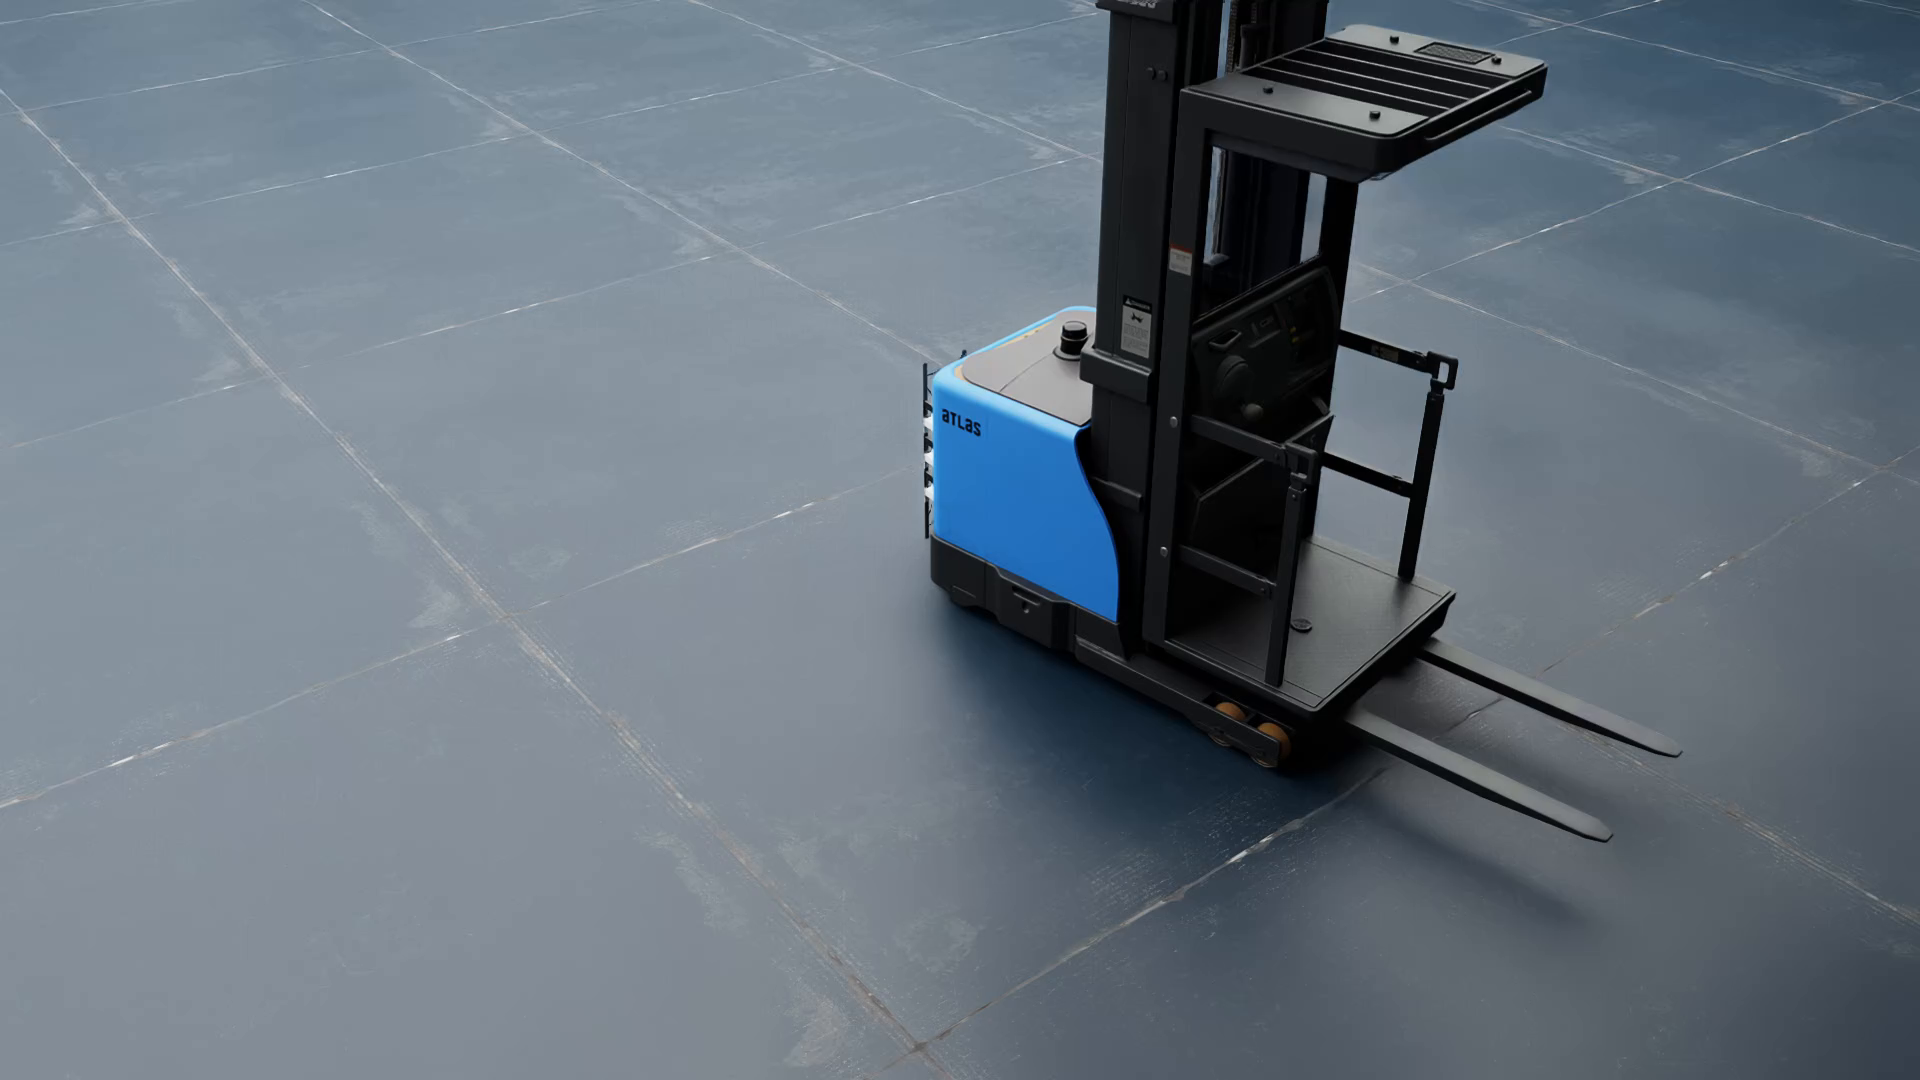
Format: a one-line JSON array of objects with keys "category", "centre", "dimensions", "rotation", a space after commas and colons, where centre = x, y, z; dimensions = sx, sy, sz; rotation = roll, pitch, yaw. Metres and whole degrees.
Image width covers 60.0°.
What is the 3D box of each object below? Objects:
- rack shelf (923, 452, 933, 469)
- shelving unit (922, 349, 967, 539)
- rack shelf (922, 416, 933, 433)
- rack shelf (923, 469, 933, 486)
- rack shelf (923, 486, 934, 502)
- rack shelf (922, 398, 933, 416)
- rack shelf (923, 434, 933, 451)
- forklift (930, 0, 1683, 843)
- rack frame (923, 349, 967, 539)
[{"category": "rack shelf", "centre": [-0.005, -0.357, 7.536], "dimensions": [0.258, 0.077, 0.200], "rotation": [-22, 38, -31]}, {"category": "shelving unit", "centre": [-0.005, -0.386, 7.518], "dimensions": [0.258, 0.900, 0.210], "rotation": [-22, 38, -31]}, {"category": "rack shelf", "centre": [-0.005, -0.510, 7.441], "dimensions": [0.258, 0.077, 0.200], "rotation": [-22, 38, -31]}, {"category": "rack shelf", "centre": [-0.005, -0.281, 7.583], "dimensions": [0.258, 0.077, 0.200], "rotation": [-22, 38, -31]}, {"category": "rack shelf", "centre": [-0.005, -0.204, 7.631], "dimensions": [0.258, 0.077, 0.200], "rotation": [-22, 38, -31]}, {"category": "rack shelf", "centre": [-0.005, -0.587, 7.393], "dimensions": [0.258, 0.077, 0.200], "rotation": [-22, 38, -31]}, {"category": "rack shelf", "centre": [-0.005, -0.434, 7.488], "dimensions": [0.258, 0.077, 0.200], "rotation": [-22, 38, -31]}, {"category": "forklift", "centre": [1.303, -0.691, 6.085], "dimensions": [3.031, 2.935, 1.130], "rotation": [25, 40, 35]}, {"category": "rack frame", "centre": [-0.067, -0.428, 7.586], "dimensions": [0.240, 0.900, 0.006], "rotation": [-22, 38, -31]}]
